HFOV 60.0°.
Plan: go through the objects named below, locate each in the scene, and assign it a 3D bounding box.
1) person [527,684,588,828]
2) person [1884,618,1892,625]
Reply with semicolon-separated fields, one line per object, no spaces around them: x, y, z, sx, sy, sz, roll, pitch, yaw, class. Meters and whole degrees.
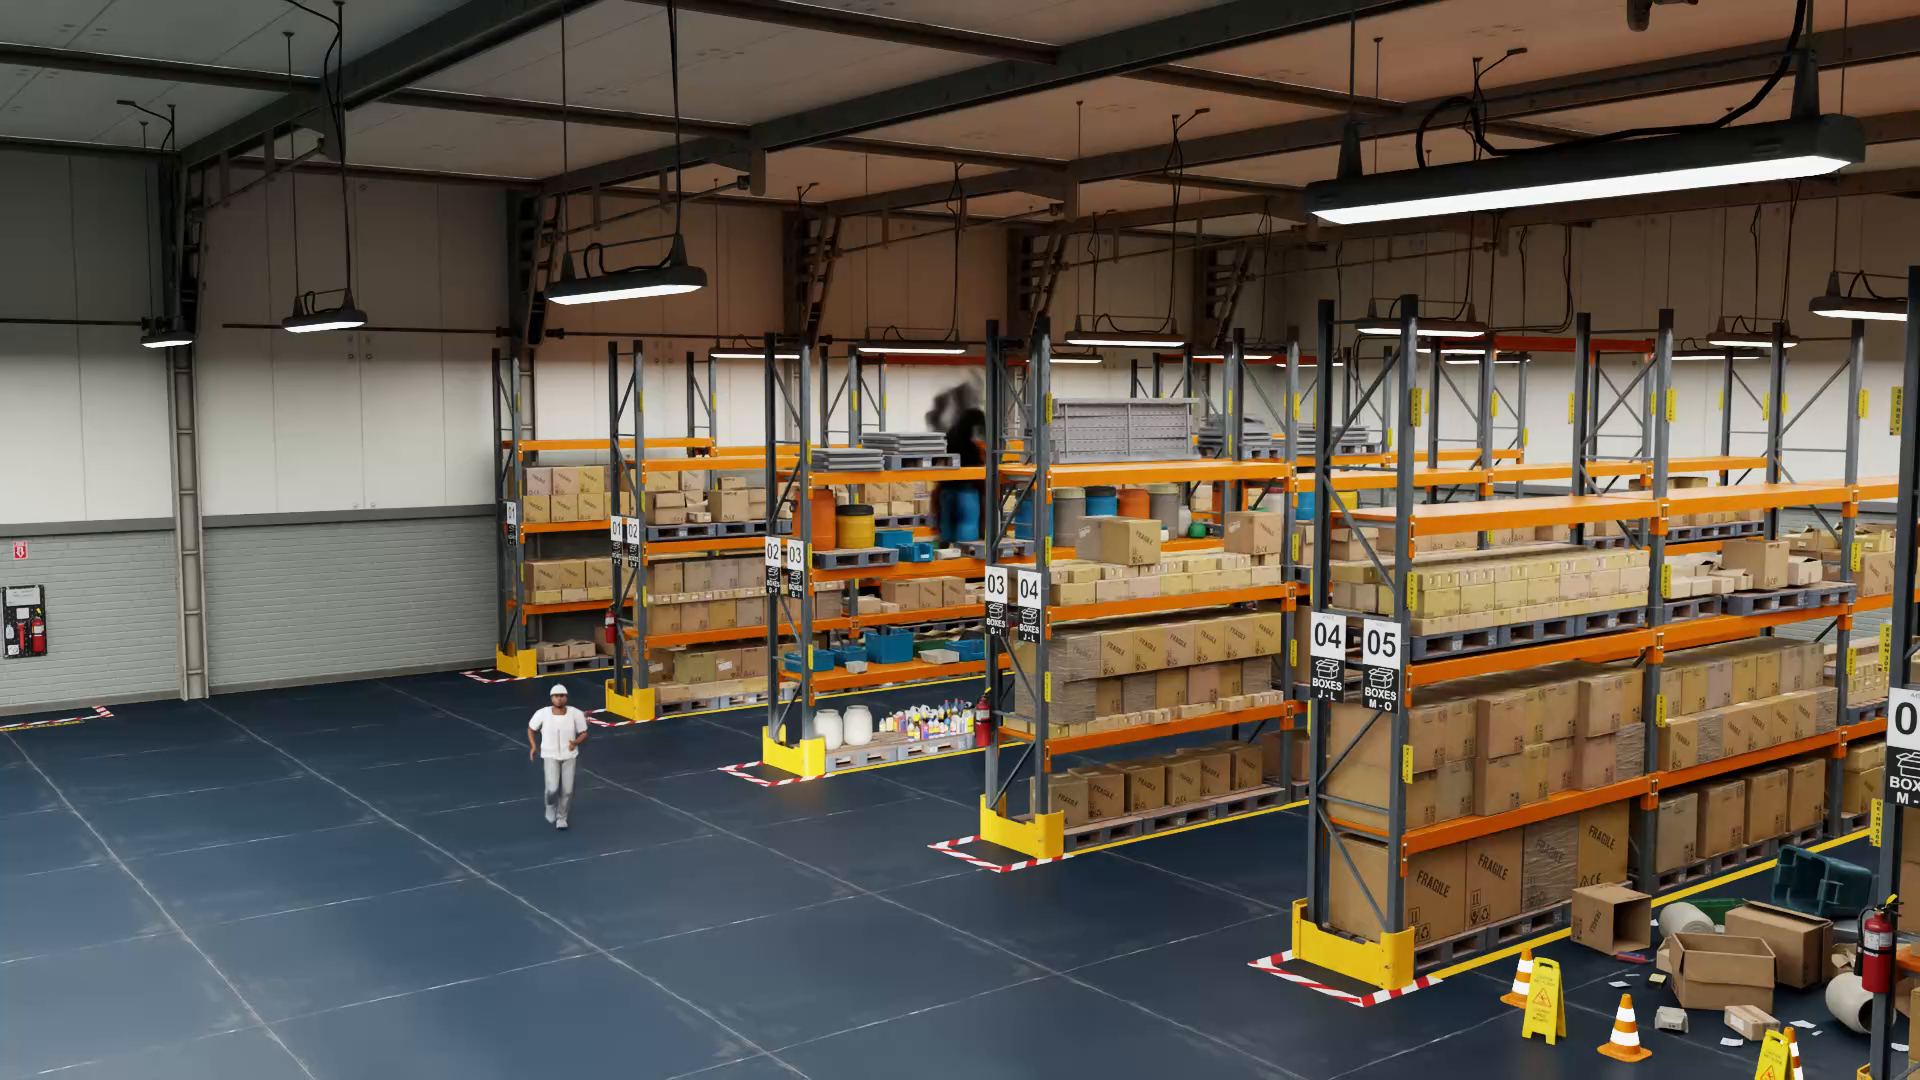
-4.743;2.539;19.666;0.690;1.660;0.597;-2;5;-17;person
13.990;2.085;24.974;0.796;1.836;0.667;-3;6;-29;person
